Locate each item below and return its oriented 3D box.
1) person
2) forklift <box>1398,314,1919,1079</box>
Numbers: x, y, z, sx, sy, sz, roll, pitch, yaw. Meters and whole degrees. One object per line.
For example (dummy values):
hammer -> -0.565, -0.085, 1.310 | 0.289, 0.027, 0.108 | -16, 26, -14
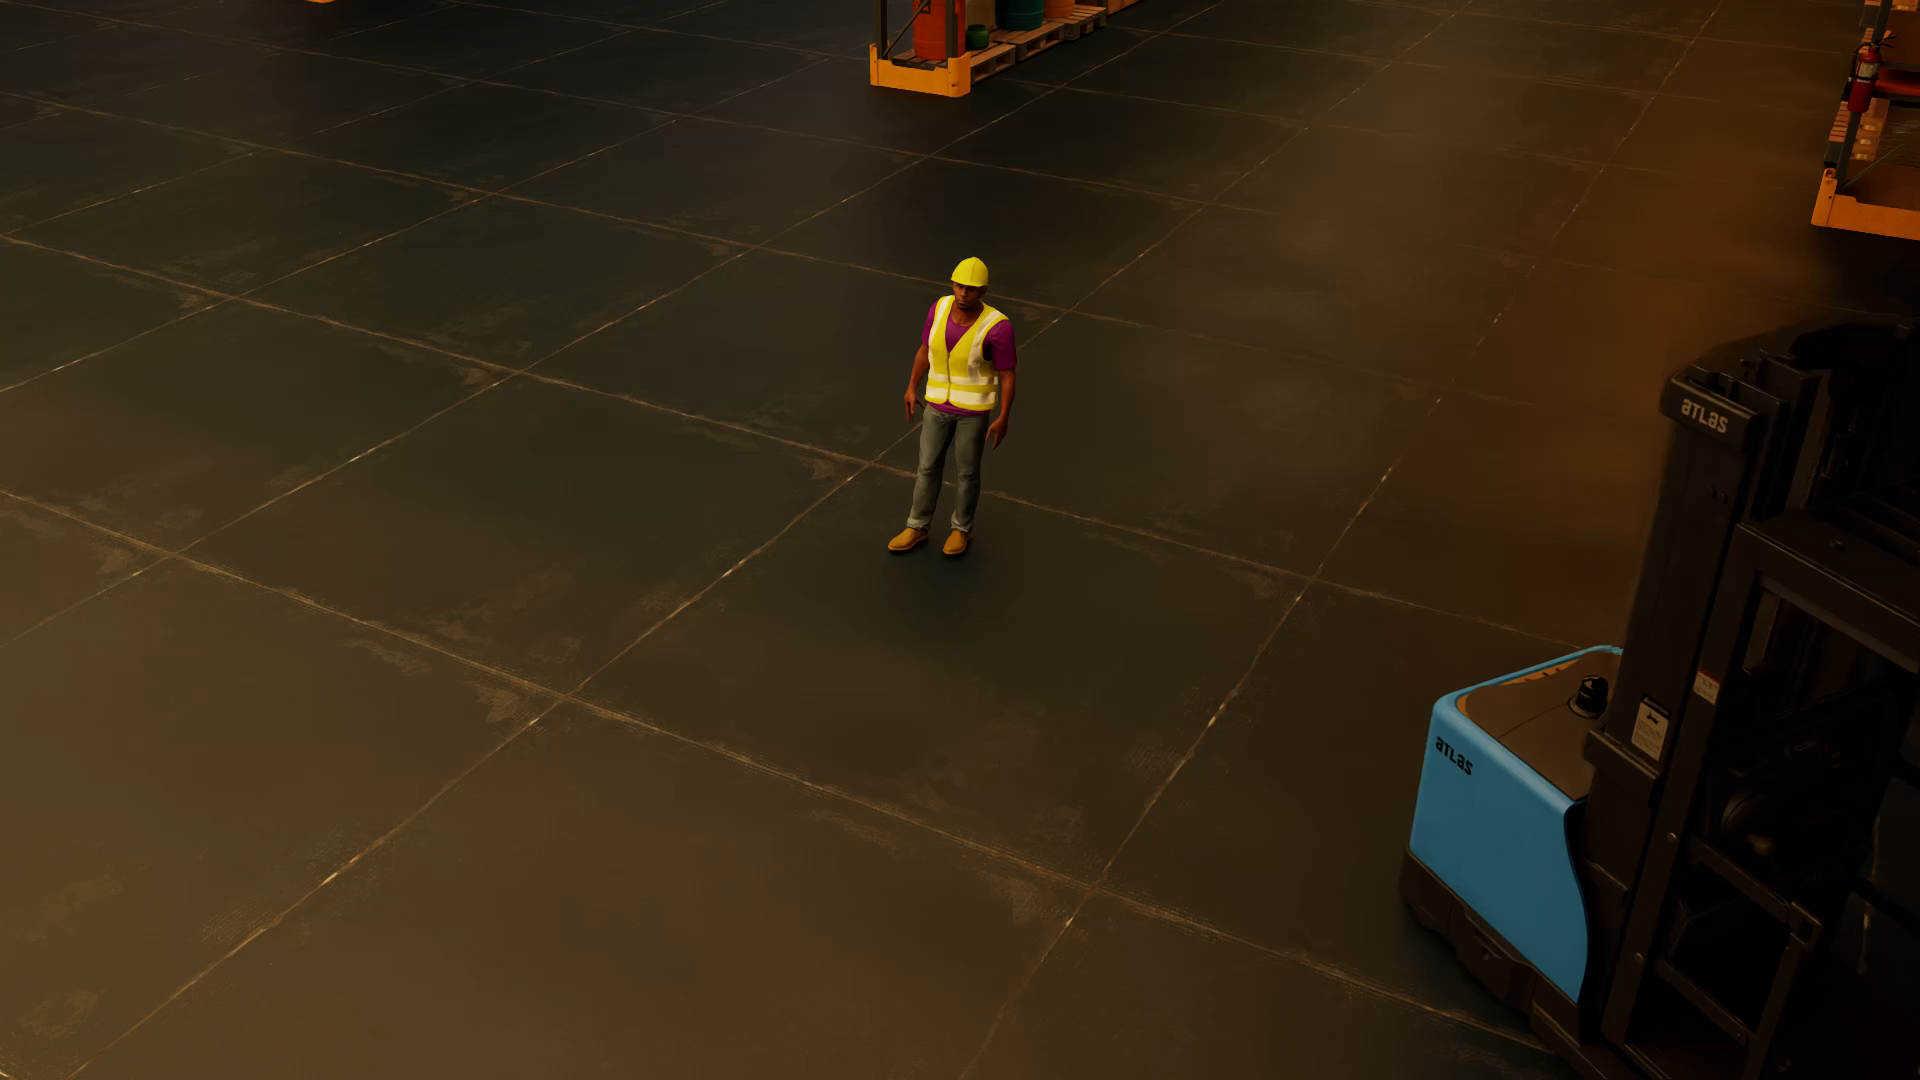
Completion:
person -> -0.039, -0.743, 9.508 | 0.665, 1.765, 0.577 | 15, 33, 25
forklift -> 3.004, 0.856, 5.587 | 1.130, 2.935, 3.031 | -14, 33, -22
